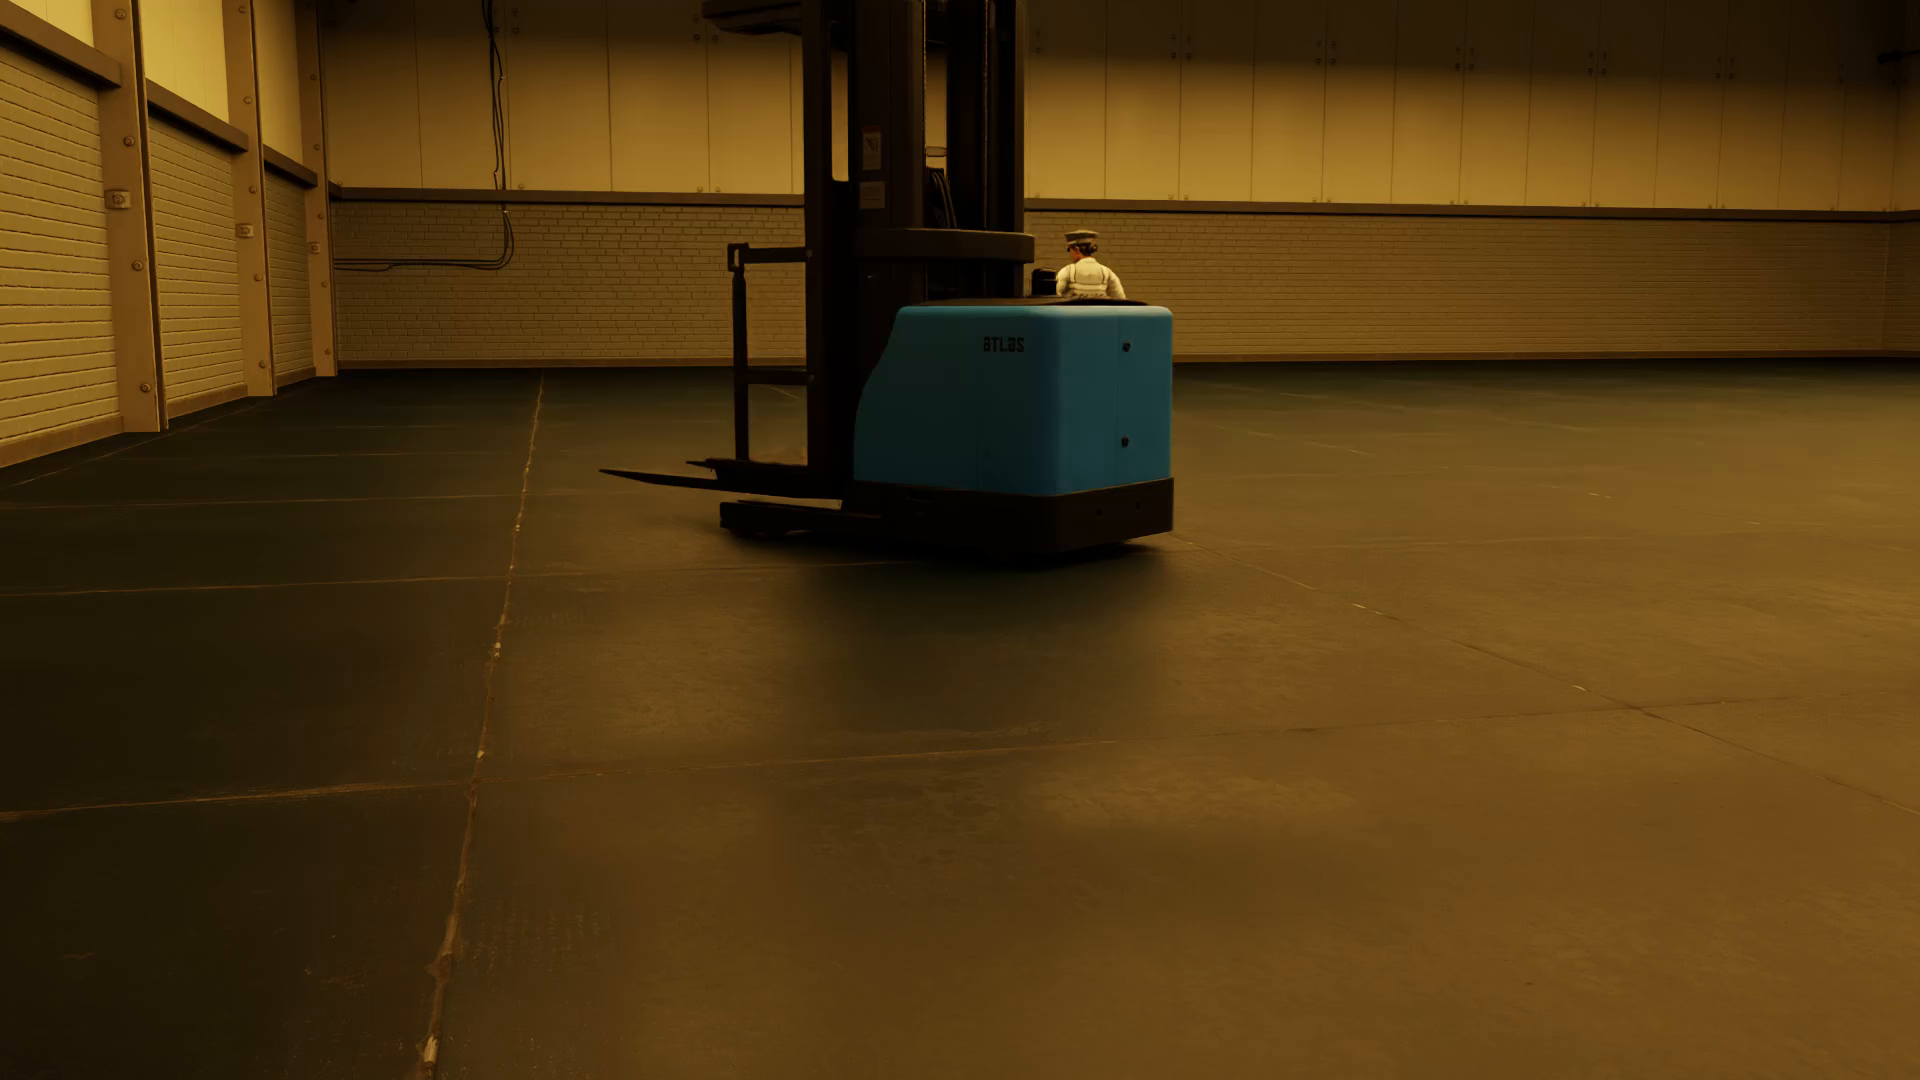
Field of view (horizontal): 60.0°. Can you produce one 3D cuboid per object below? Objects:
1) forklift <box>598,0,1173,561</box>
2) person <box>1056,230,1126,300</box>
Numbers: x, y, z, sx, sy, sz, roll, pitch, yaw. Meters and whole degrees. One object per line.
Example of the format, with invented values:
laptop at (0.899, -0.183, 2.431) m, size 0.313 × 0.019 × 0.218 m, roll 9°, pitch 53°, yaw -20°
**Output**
forklift at (-0.508, -1.504, 7.879) m, size 3.031 × 2.935 × 1.130 m, roll 6°, pitch 10°, yaw 38°
person at (0.895, -1.496, 12.588) m, size 0.781 × 1.672 × 0.443 m, roll -1°, pitch 8°, yaw -8°
